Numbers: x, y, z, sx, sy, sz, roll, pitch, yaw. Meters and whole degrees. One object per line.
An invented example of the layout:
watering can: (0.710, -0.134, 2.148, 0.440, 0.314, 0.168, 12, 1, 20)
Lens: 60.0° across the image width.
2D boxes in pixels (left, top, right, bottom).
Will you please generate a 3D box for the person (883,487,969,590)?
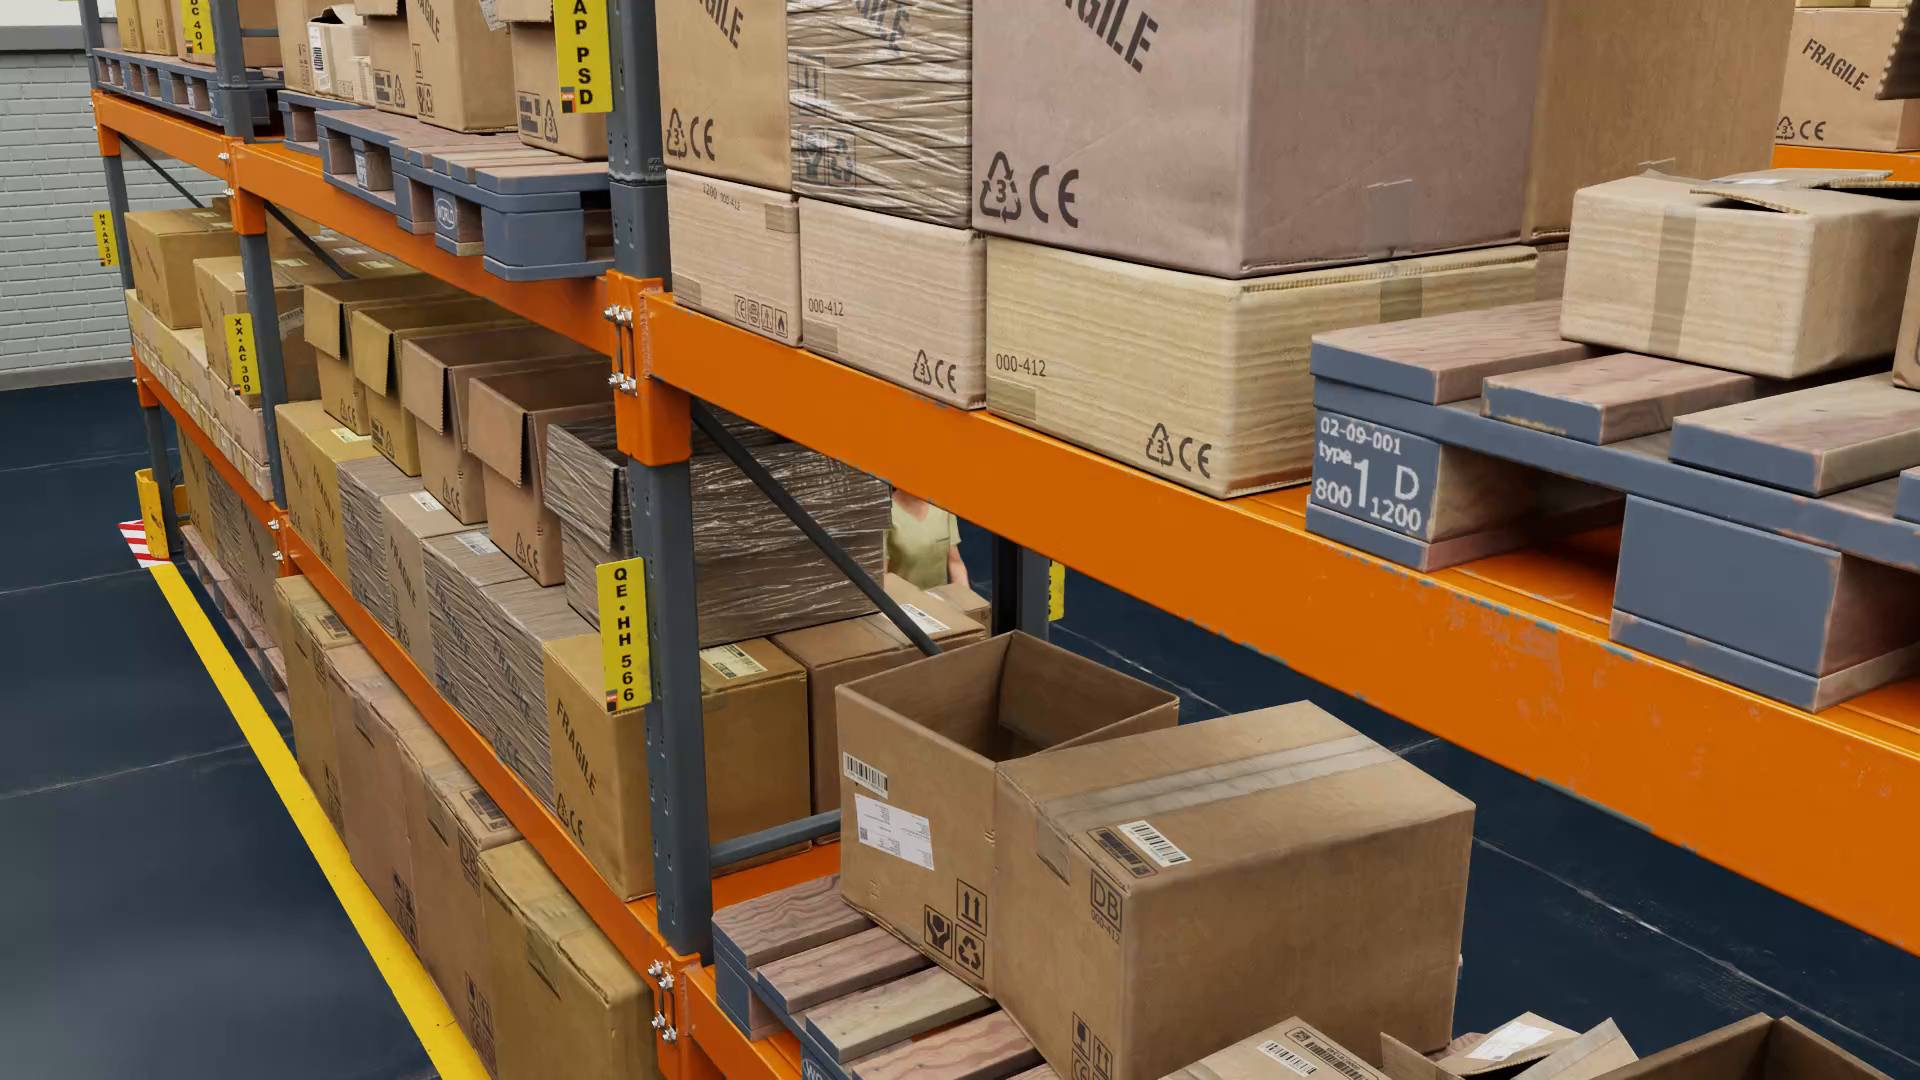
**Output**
person: (-0.158, 0.381, 6.894, 0.462, 1.674, 0.484, -12, 22, -32)
